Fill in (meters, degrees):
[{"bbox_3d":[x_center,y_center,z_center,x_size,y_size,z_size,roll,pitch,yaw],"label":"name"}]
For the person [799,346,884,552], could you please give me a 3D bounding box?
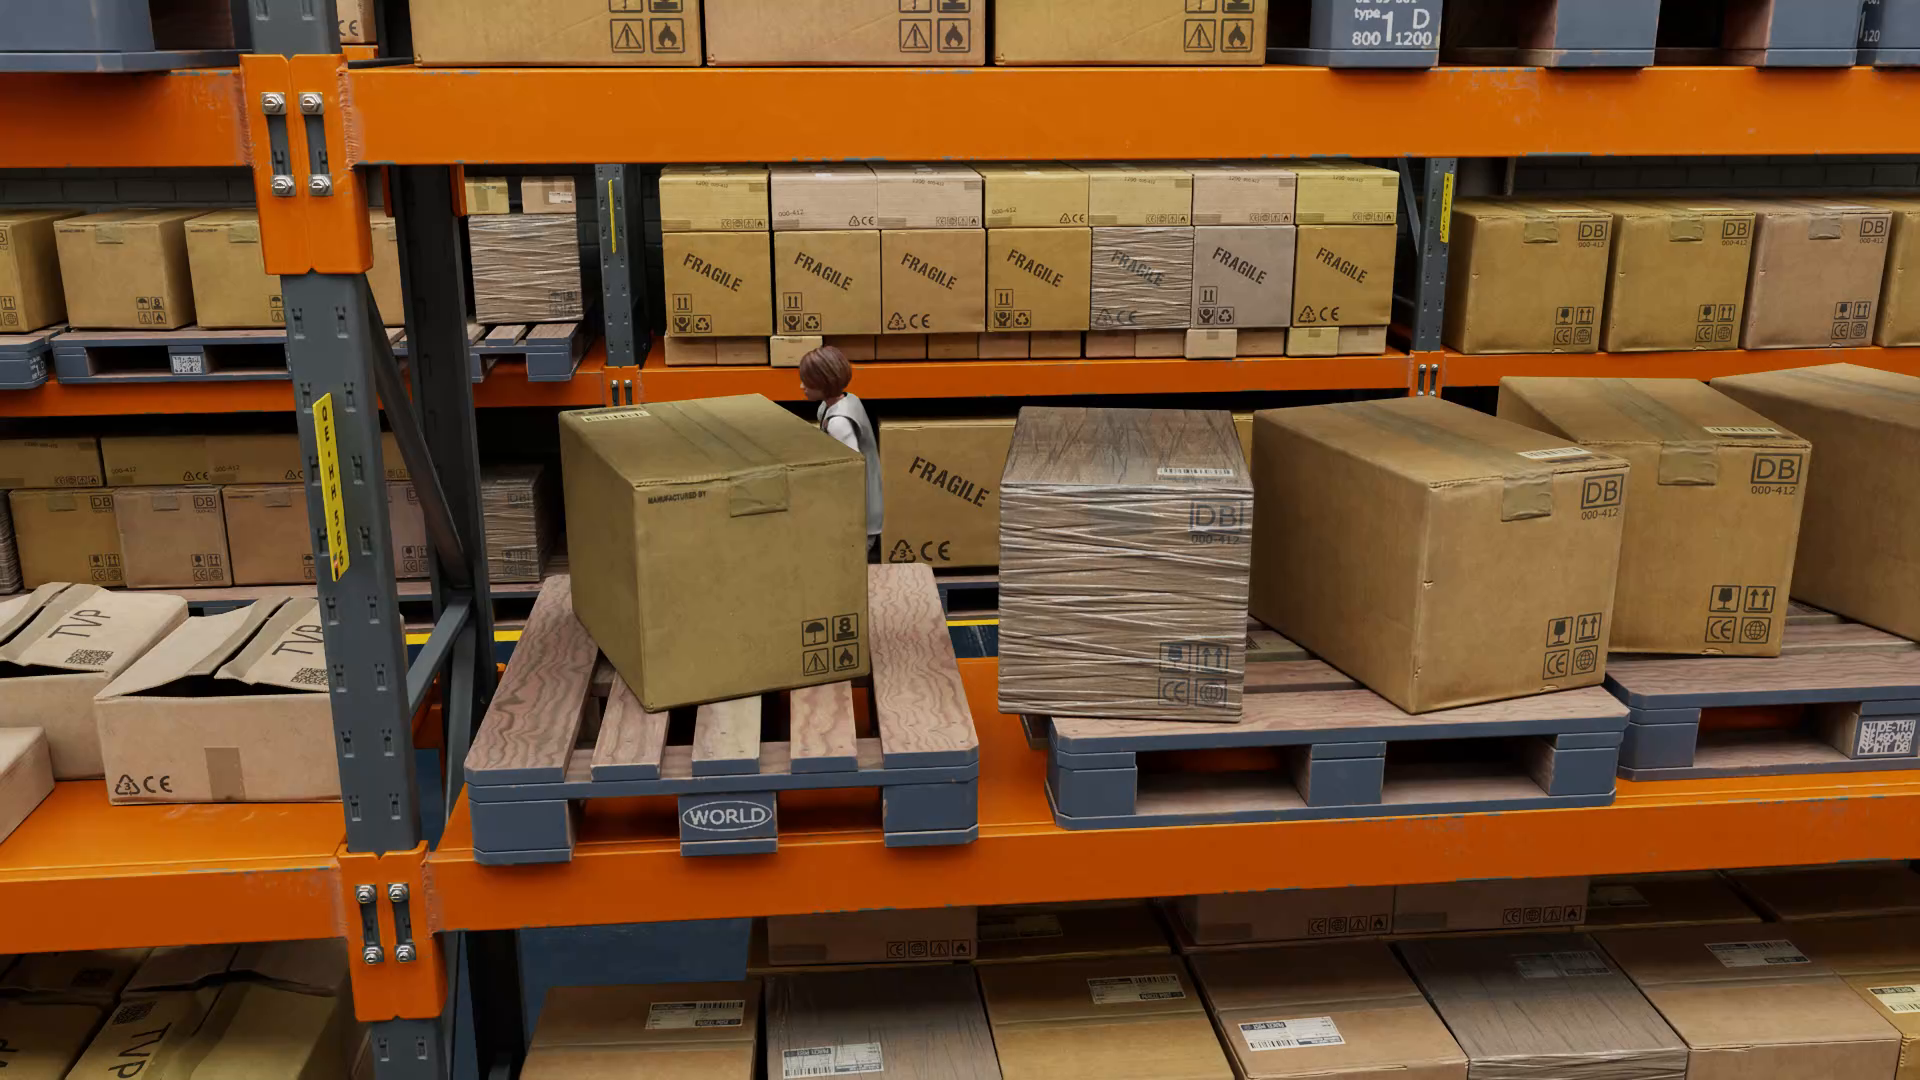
[{"bbox_3d":[-0.517,-0.053,7.255,0.366,1.581,0.471,-2,17,-6],"label":"person"}]
